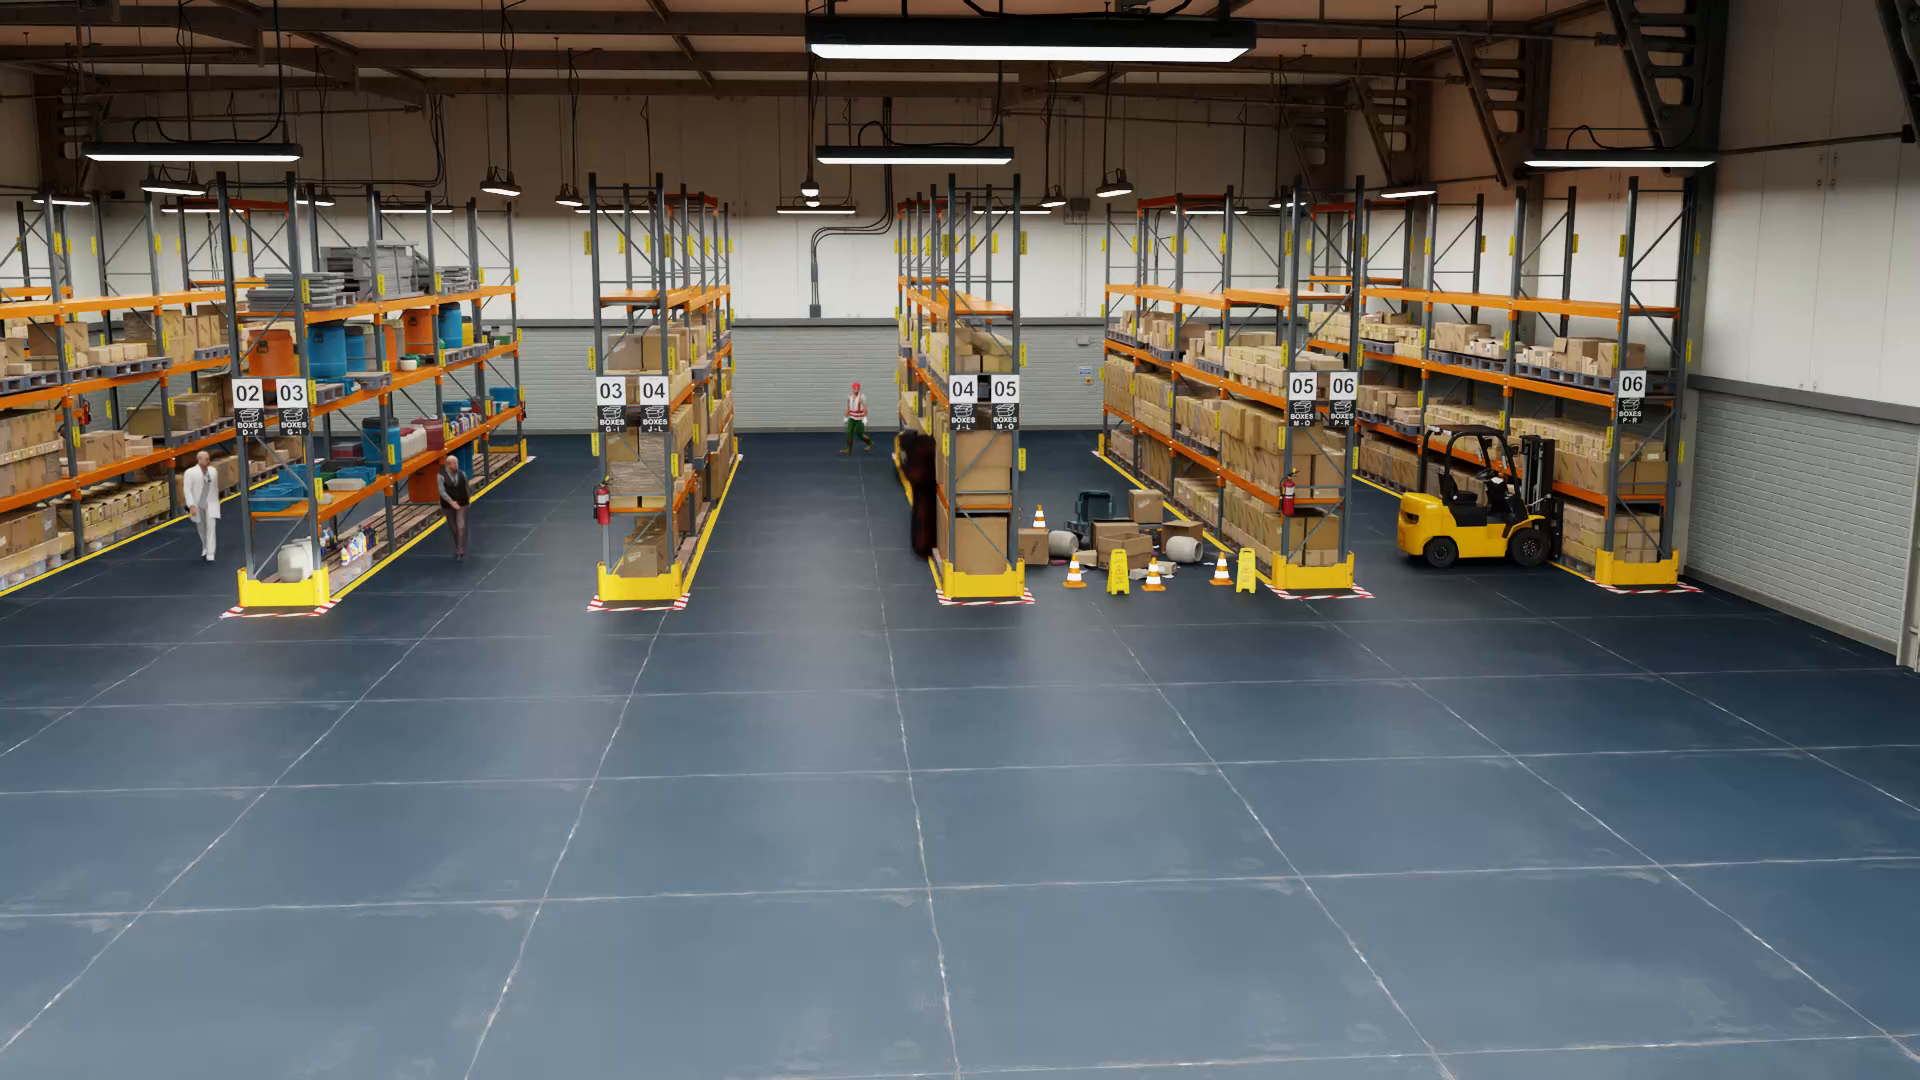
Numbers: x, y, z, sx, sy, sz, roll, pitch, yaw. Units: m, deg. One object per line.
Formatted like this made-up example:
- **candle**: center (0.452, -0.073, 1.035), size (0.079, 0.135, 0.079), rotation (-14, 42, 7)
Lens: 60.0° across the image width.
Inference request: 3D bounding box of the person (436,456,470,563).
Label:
- **person**: center (-8.122, -0.521, 26.671), size (0.461, 1.684, 0.900), rotation (-1, 10, -3)

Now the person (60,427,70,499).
- **person**: center (-17.064, -1.368, 31.853), size (0.372, 1.608, 0.420), rotation (-1, 10, -3)

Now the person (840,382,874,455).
- **person**: center (-2.481, -2.954, 40.385), size (0.843, 1.765, 0.607), rotation (-9, 14, -42)

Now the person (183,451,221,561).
- **person**: center (-12.164, -0.557, 26.690), size (0.497, 1.720, 1.091), rotation (-2, 10, -13)
